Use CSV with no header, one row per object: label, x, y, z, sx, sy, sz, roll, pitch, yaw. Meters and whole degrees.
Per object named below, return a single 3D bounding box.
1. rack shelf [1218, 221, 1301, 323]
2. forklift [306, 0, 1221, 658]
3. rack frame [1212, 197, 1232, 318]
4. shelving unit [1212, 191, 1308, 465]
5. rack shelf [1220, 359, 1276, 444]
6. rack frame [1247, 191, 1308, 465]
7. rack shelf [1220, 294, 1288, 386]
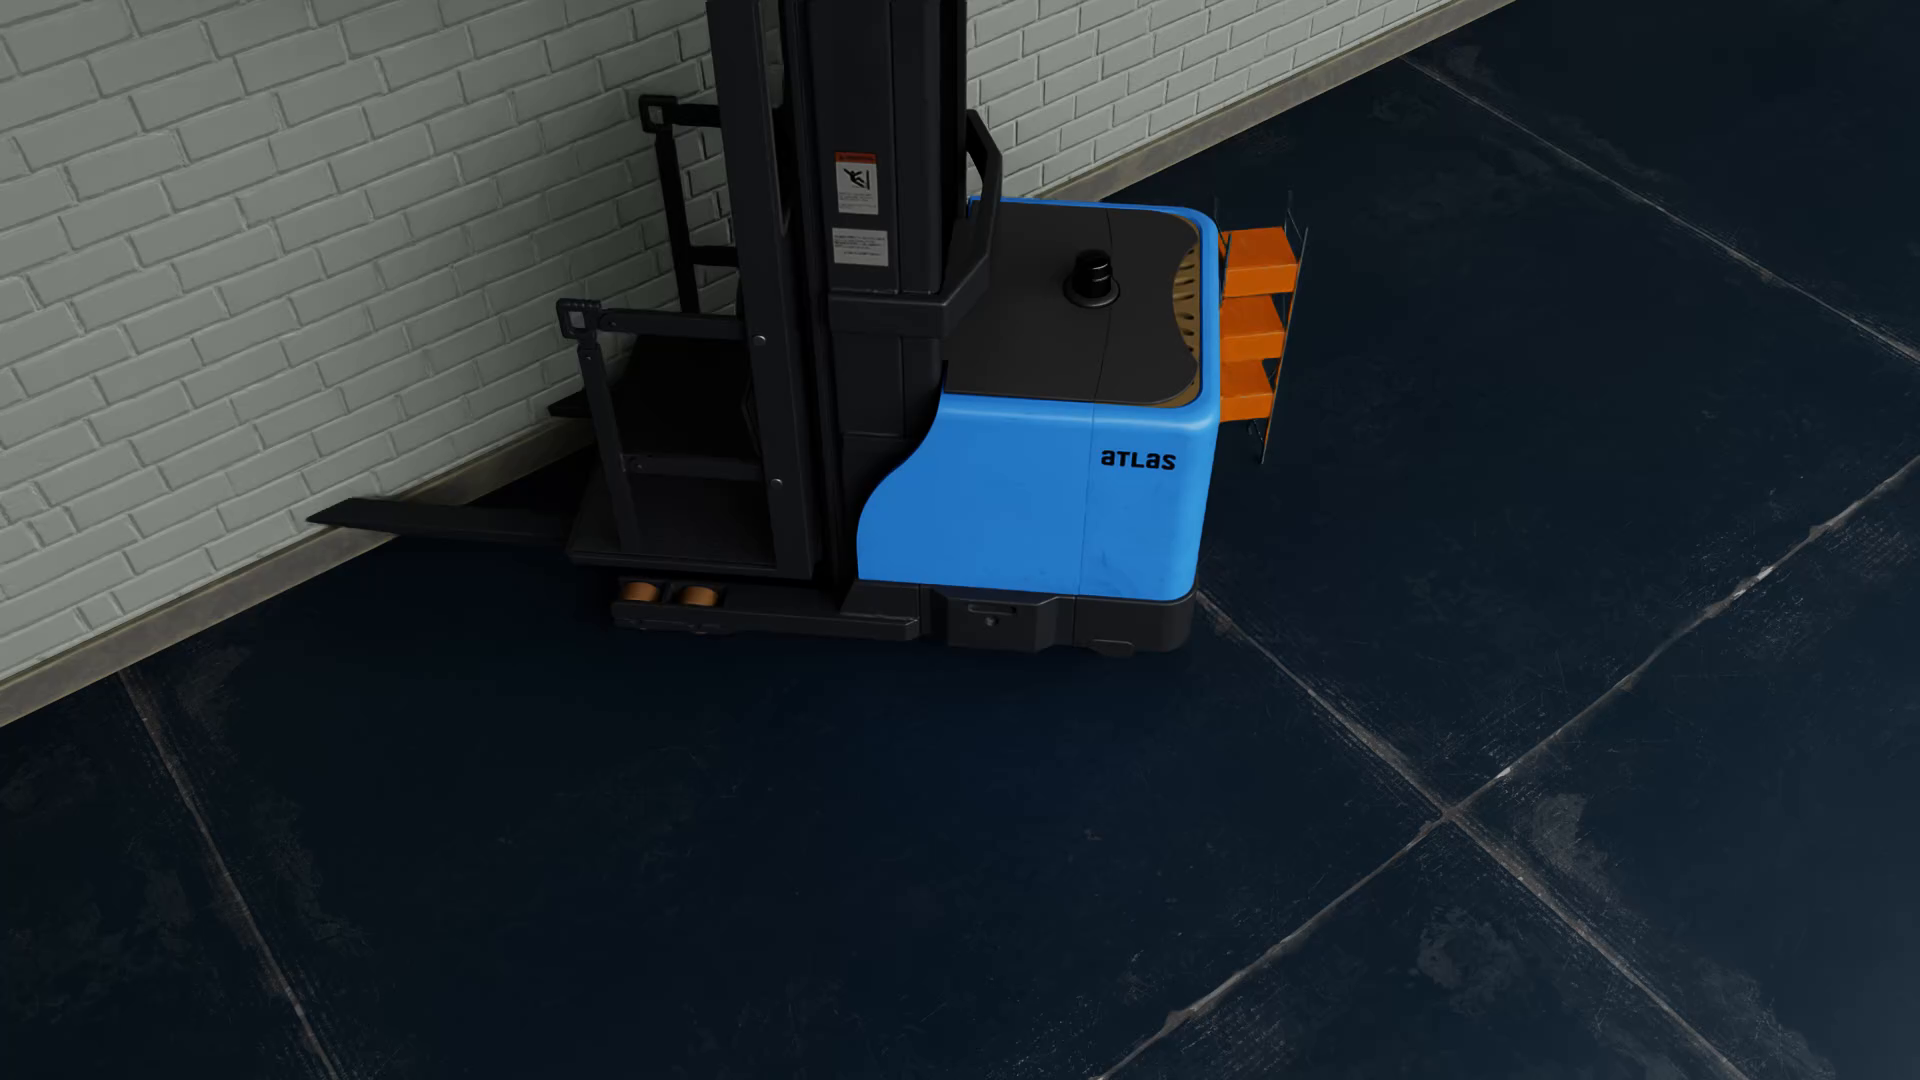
rack shelf,0.955,-0.869,5.460,0.240,0.259,0.215,-6,48,-5
forklift,-0.721,-1.063,4.735,3.031,2.935,1.130,4,48,4
rack frame,0.834,-0.673,5.651,0.008,1.050,0.200,-6,48,-5
shelving unit,0.955,-0.686,5.663,0.252,1.050,0.215,-6,48,-5
rack shelf,0.955,-0.492,5.877,0.240,0.259,0.215,-6,48,-5
rack frame,1.076,-0.698,5.674,0.008,1.050,0.200,-6,48,-5
rack shelf,0.955,-0.678,5.671,0.240,0.259,0.215,-6,48,-5
